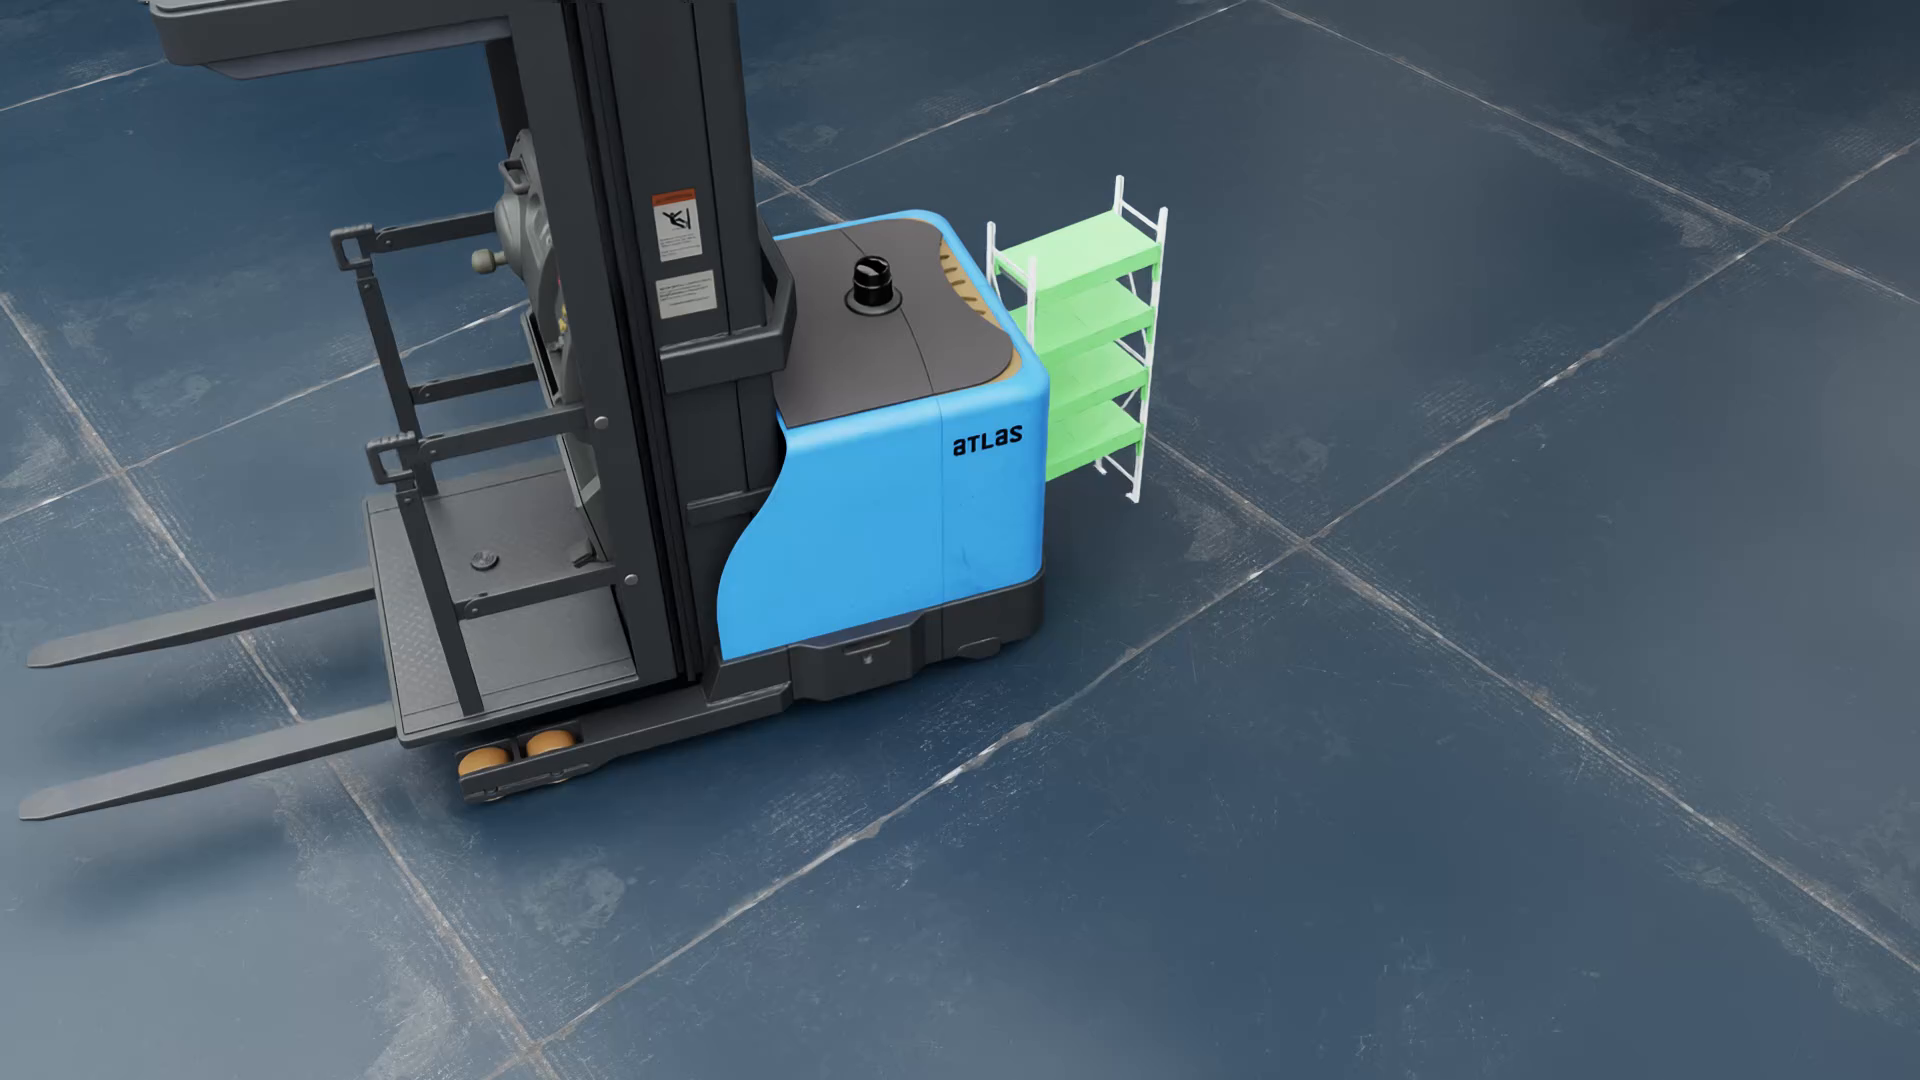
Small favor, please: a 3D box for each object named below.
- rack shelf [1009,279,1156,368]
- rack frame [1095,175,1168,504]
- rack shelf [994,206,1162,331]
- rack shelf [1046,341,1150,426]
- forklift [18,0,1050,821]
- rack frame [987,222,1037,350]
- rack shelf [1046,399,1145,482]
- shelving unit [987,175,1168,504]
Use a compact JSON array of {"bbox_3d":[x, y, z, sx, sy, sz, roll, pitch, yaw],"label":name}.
[{"bbox_3d":[0.358,-0.673,5.333,0.480,0.148,0.258,-24,48,-24],"label":"rack shelf"},{"bbox_3d":[0.562,-0.637,5.552,0.015,1.200,0.240,-24,48,-24],"label":"rack frame"},{"bbox_3d":[0.358,-0.848,5.169,0.480,0.148,0.258,-24,48,-24],"label":"rack shelf"},{"bbox_3d":[0.358,-0.499,5.498,0.480,0.148,0.258,-24,48,-24],"label":"rack shelf"},{"bbox_3d":[-1.302,-0.705,4.359,3.031,2.935,1.130,-14,45,-15],"label":"forklift"},{"bbox_3d":[0.155,-0.453,5.356,0.015,1.200,0.240,-24,48,-24],"label":"rack frame"},{"bbox_3d":[0.358,-0.324,5.662,0.480,0.148,0.258,-24,48,-24],"label":"rack shelf"},{"bbox_3d":[0.358,-0.545,5.454,0.503,1.200,0.258,-24,48,-24],"label":"shelving unit"}]
